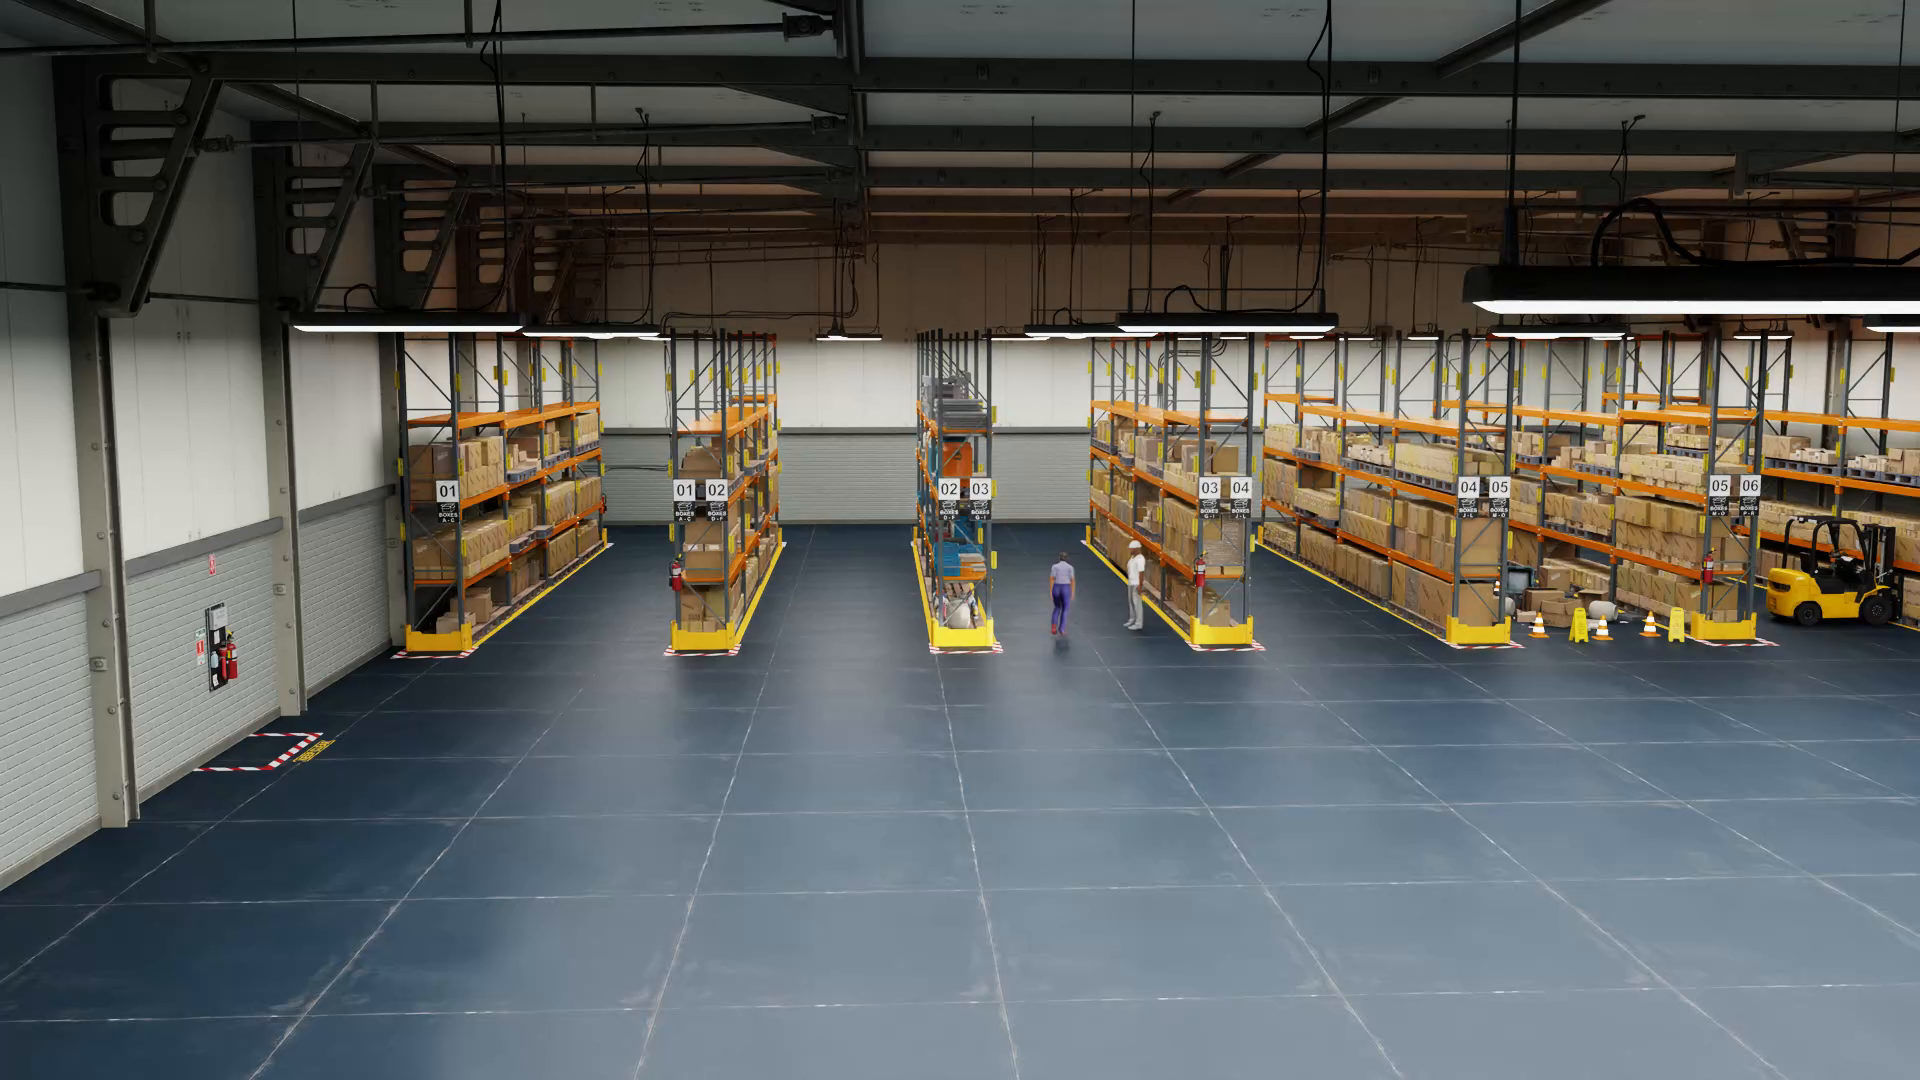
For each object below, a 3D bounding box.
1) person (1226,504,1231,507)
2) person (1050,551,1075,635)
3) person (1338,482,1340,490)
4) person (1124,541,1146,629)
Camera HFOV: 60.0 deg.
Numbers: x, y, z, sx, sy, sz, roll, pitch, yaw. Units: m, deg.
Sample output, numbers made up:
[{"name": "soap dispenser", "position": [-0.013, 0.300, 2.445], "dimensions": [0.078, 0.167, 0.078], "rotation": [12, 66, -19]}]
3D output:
[{"name": "person", "position": [7.820, -0.891, 48.577], "dimensions": [0.782, 1.775, 0.548], "rotation": [-6, 9, -39]}, {"name": "person", "position": [2.043, 1.064, 32.743], "dimensions": [0.479, 1.640, 0.425], "rotation": [4, 8, 28]}, {"name": "person", "position": [10.824, -0.777, 47.631], "dimensions": [0.422, 1.791, 0.602], "rotation": [2, 7, 14]}, {"name": "person", "position": [3.522, 0.892, 33.522], "dimensions": [0.403, 1.770, 0.613], "rotation": [-1, 7, -12]}]
